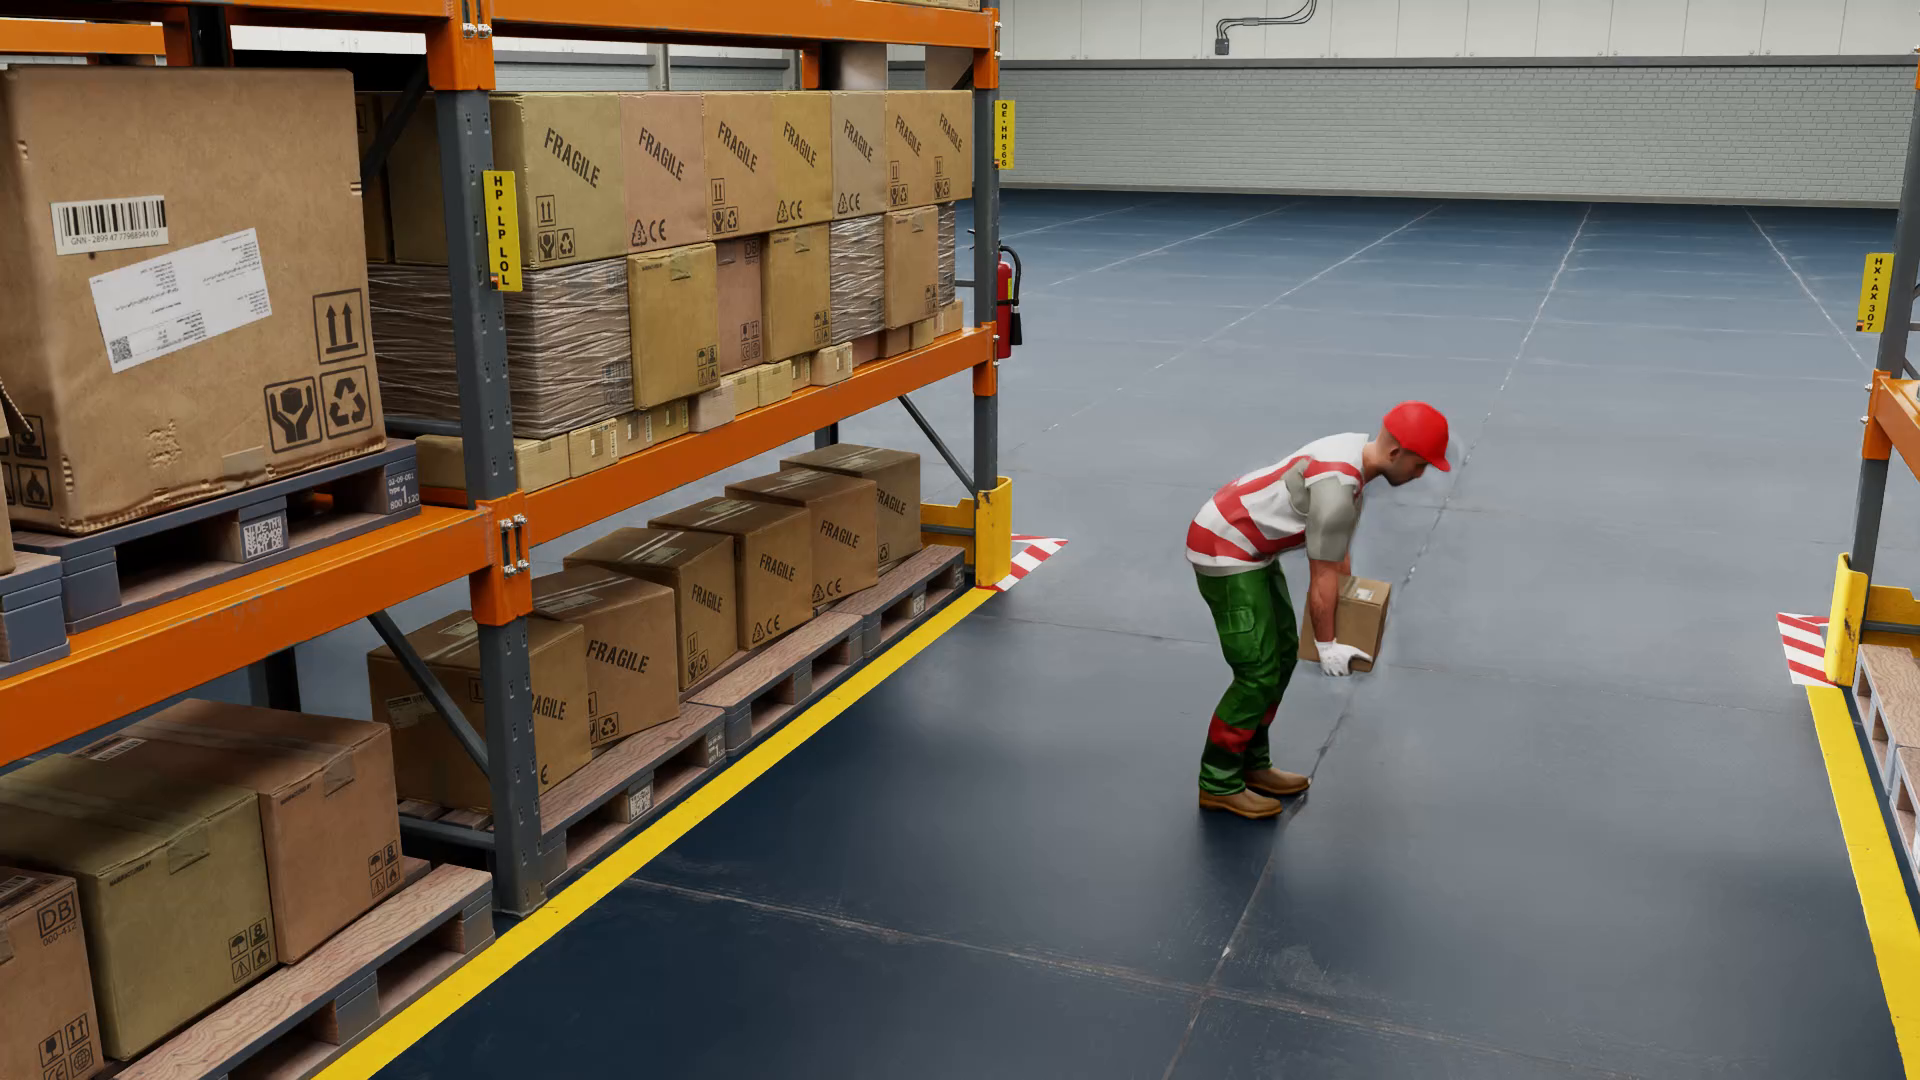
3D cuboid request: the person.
[{"bbox_3d":[1.206,0.230,5.728,0.858,1.472,0.484,6,16,20],"label":"person"}]
